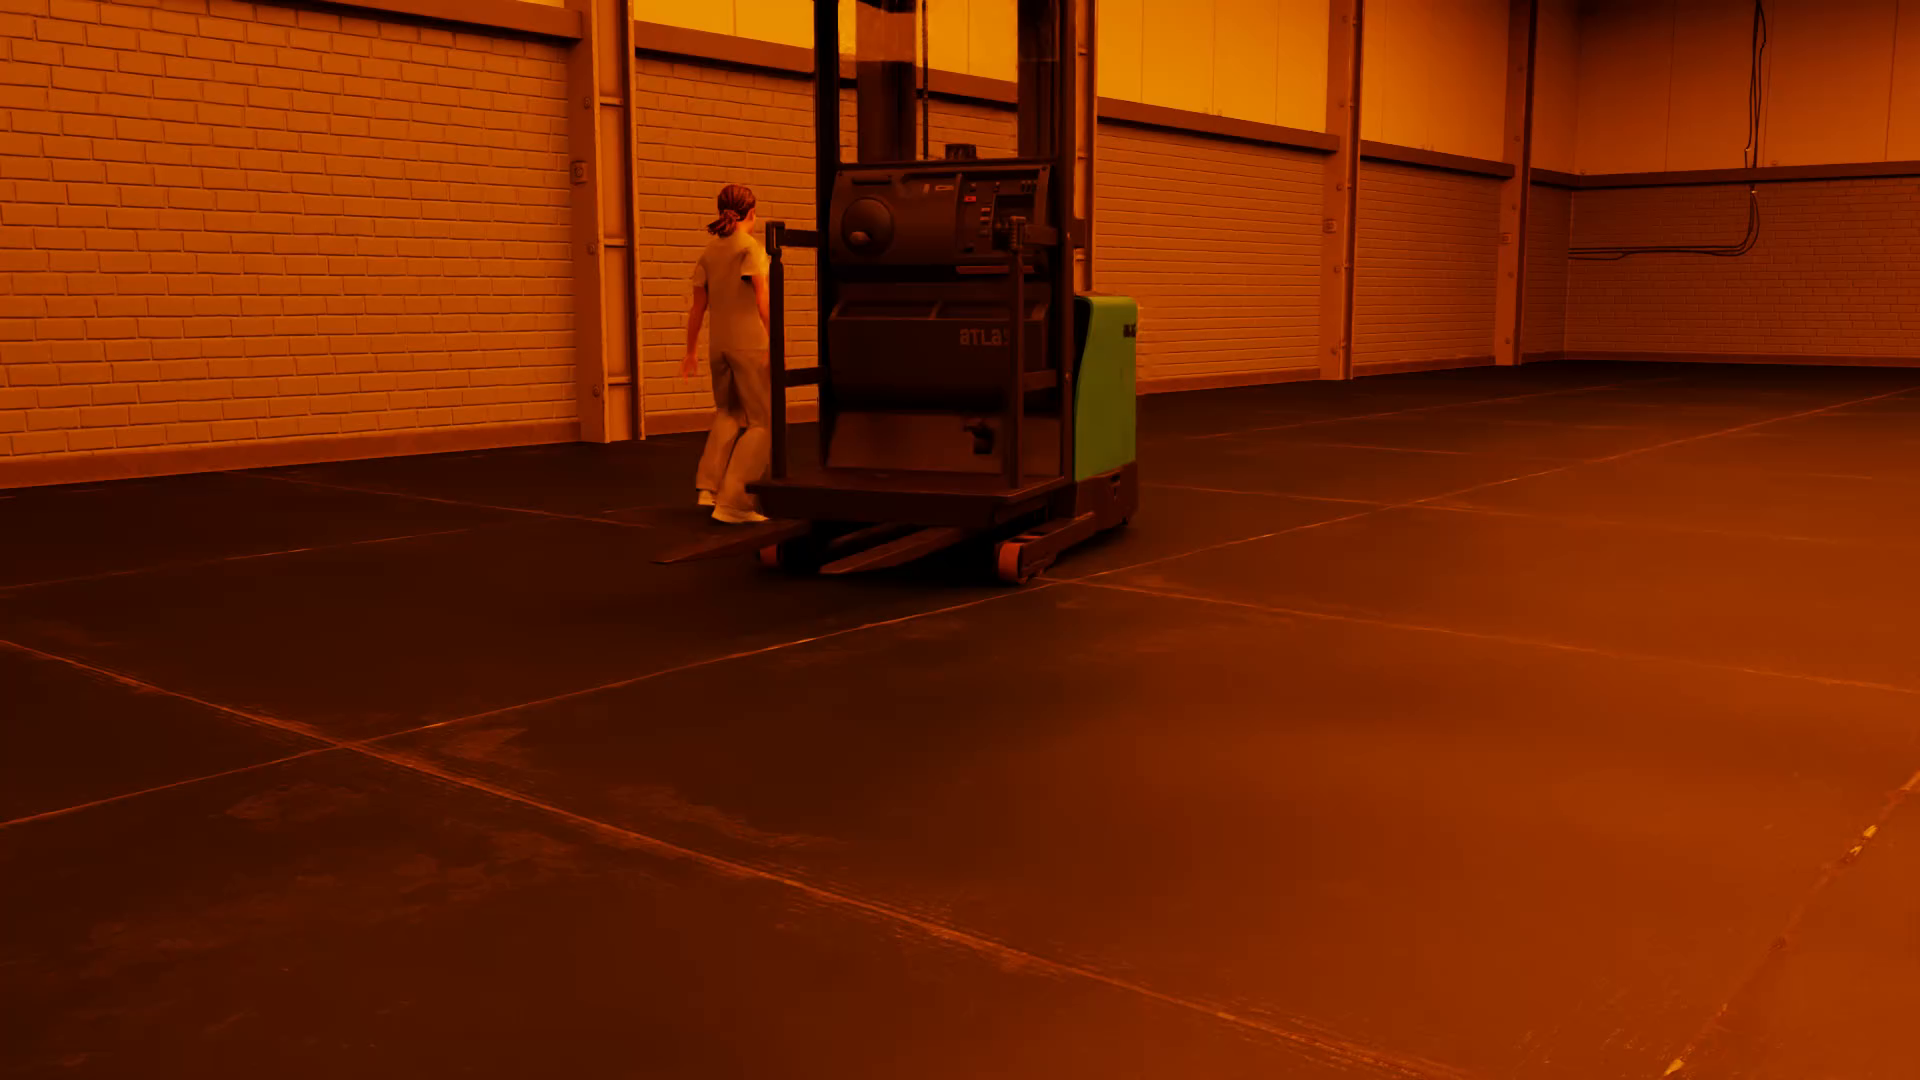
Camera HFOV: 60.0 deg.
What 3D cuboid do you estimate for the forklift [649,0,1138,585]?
[{"bbox_3d":[-0.161,-1.348,6.497,1.130,2.935,3.031,3,9,21],"label":"forklift"}]

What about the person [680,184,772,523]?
[{"bbox_3d":[-1.097,-0.894,8.073,0.468,1.649,0.779,-8,11,-43],"label":"person"}]
